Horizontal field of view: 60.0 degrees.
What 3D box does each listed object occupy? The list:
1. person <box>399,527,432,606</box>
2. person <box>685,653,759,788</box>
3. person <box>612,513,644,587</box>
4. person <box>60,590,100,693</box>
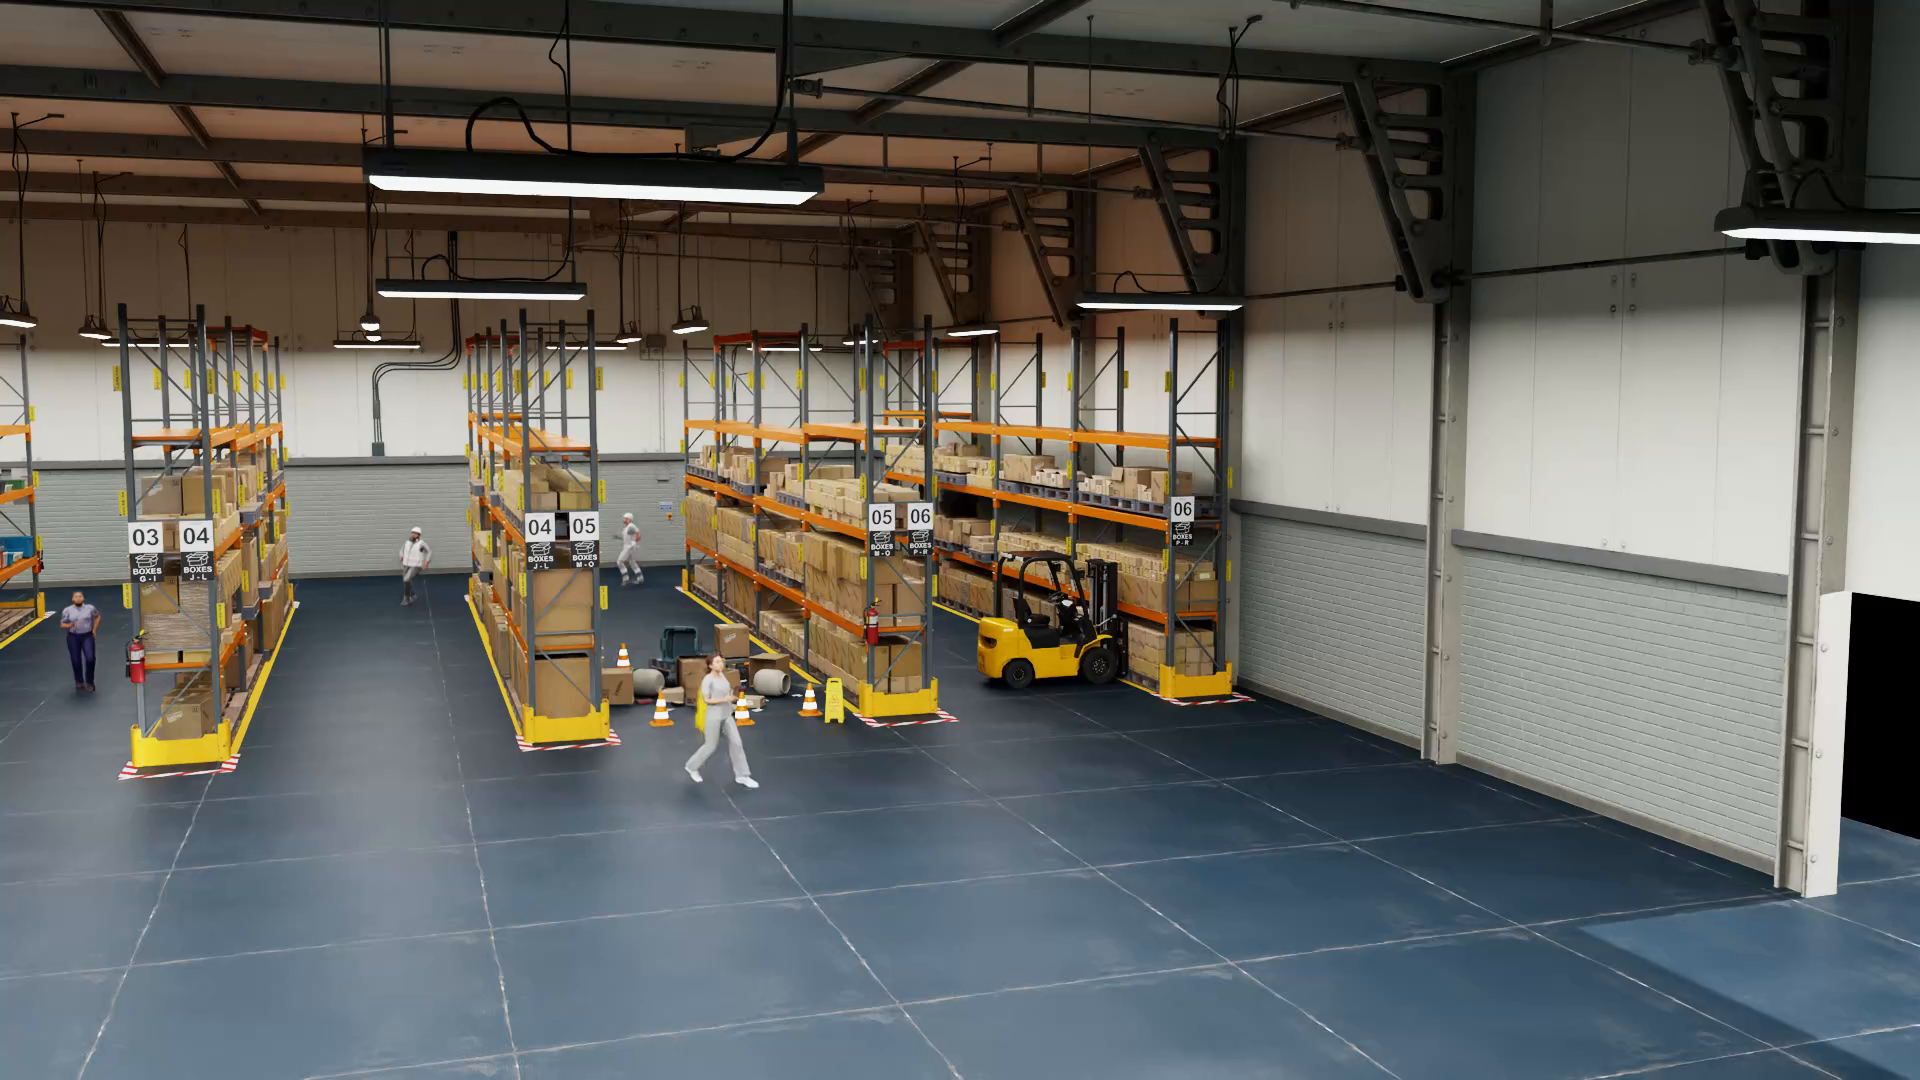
[{"bbox_3d":[-12.350,0.602,37.459,0.695,1.783,0.688,2,6,19],"label":"person"},{"bbox_3d":[-2.950,2.215,20.538,1.018,1.623,0.574,3,6,32],"label":"person"},{"bbox_3d":[-8.141,0.245,40.803,0.748,1.827,0.657,-2,6,-15],"label":"person"},{"bbox_3d":[-14.199,1.662,26.877,0.586,1.653,0.661,-3,6,-29],"label":"person"}]
